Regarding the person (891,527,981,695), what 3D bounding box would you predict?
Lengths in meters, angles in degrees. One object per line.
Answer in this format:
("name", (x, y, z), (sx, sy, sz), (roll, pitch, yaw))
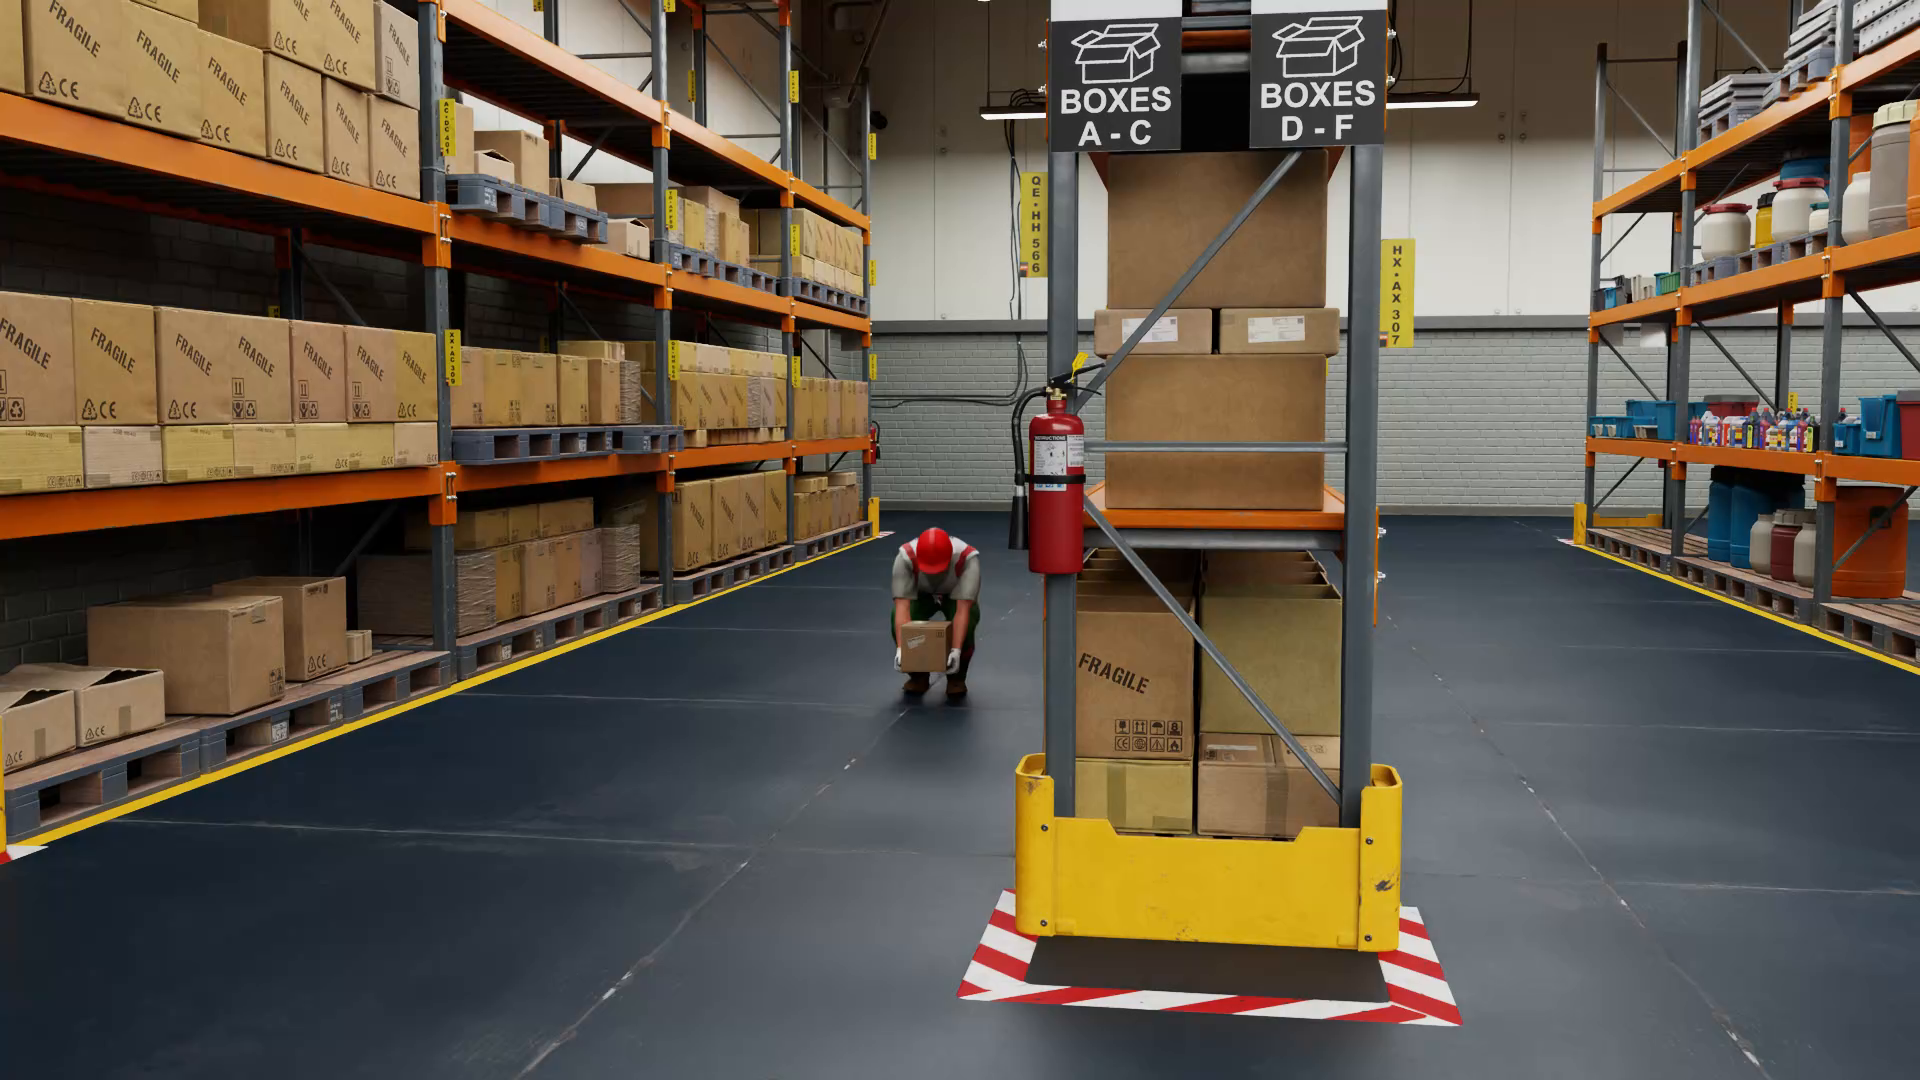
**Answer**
("person", (-0.135, 0.396, 9.499), (0.533, 0.991, 0.912), (1, 4, 7))
